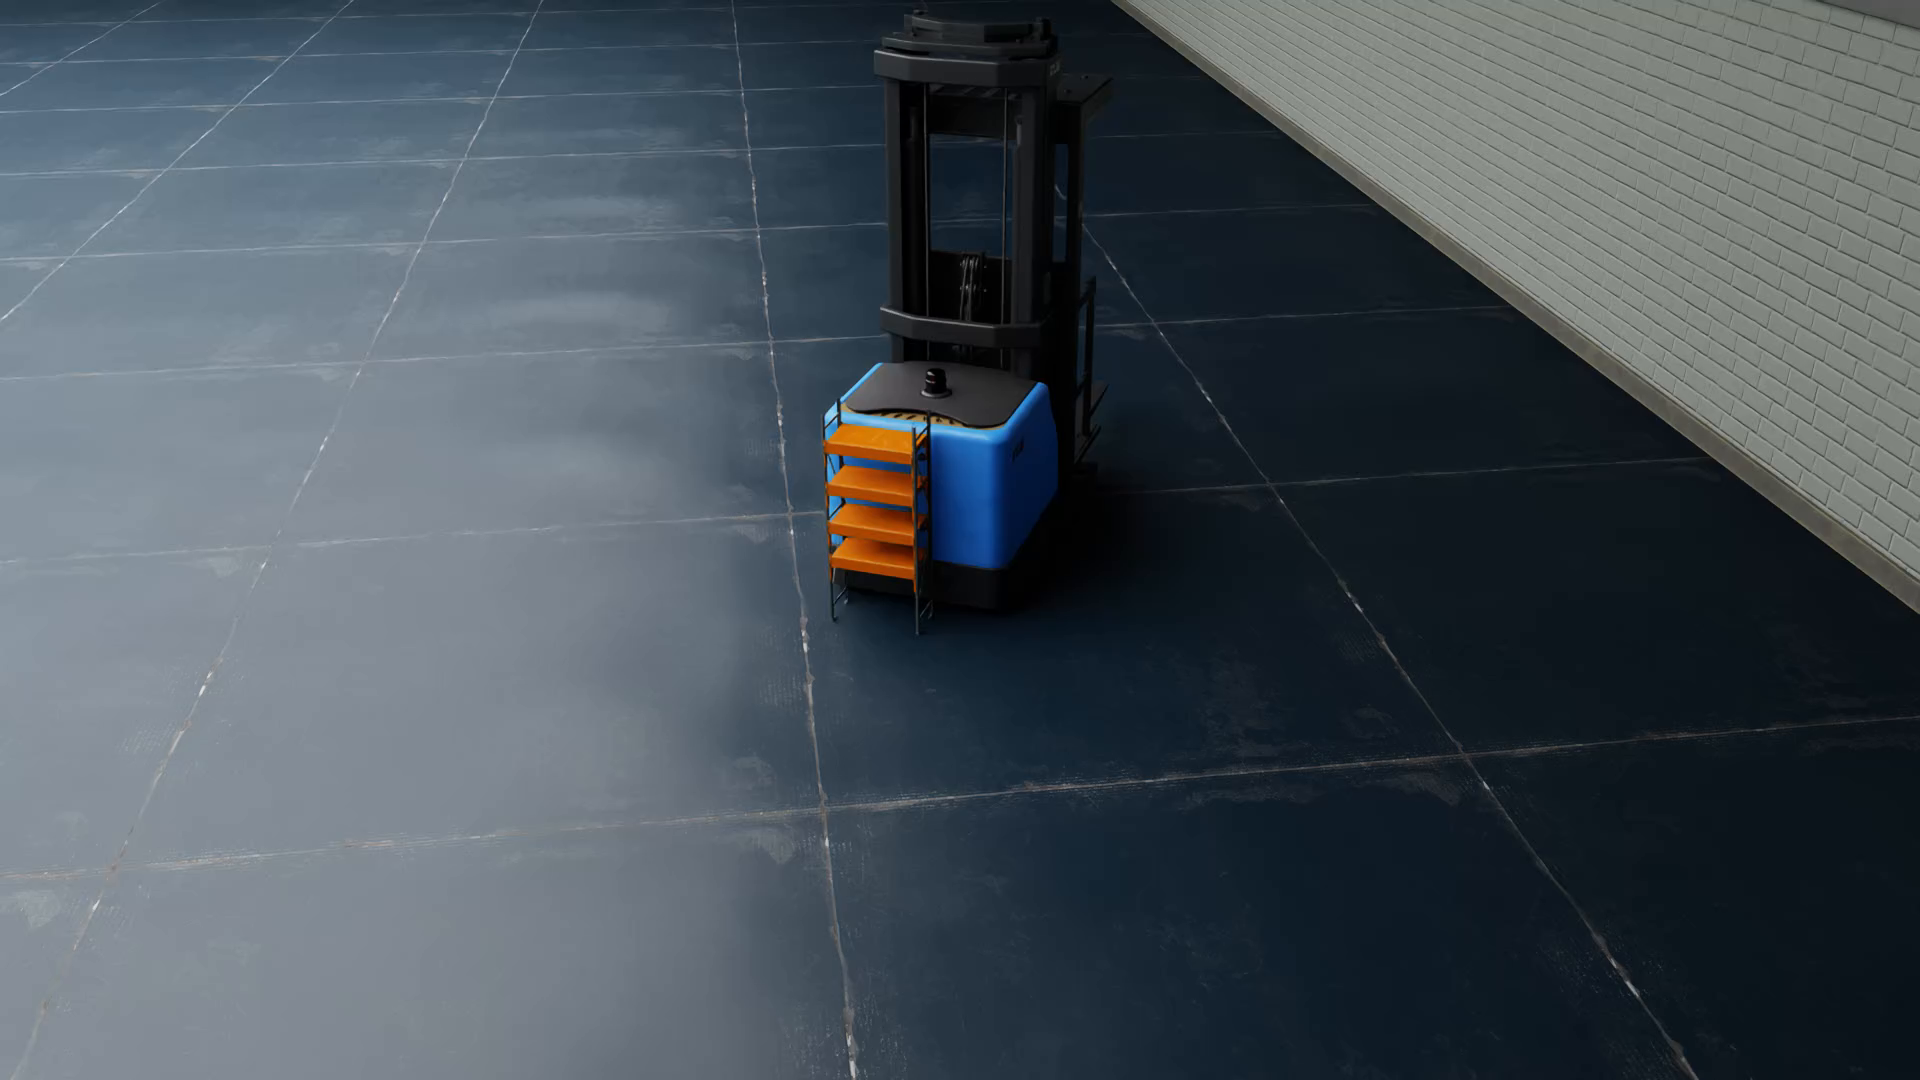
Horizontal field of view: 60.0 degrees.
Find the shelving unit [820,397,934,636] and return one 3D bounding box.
[{"bbox_3d":[-0.422,-0.114,8.653,0.503,1.200,0.258,9,29,16],"label":"shelving unit"}]

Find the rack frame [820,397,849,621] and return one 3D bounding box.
[{"bbox_3d":[-0.654,-0.149,8.720,0.015,1.200,0.240,9,29,16],"label":"rack frame"}]

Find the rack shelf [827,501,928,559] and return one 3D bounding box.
[{"bbox_3d":[-0.422,-0.055,8.684,0.480,0.148,0.258,9,29,16],"label":"rack shelf"}]

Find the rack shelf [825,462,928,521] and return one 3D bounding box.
[{"bbox_3d":[-0.423,-0.252,8.579,0.480,0.148,0.258,9,29,16],"label":"rack shelf"}]

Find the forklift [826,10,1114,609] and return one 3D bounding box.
[{"bbox_3d":[0.222,-1.588,9.635,1.130,2.935,3.031,9,28,16],"label":"forklift"}]

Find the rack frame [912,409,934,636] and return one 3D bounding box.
[{"bbox_3d":[-0.190,-0.079,8.585,0.015,1.200,0.240,9,29,16],"label":"rack frame"}]

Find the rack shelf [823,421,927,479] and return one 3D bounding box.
[{"bbox_3d":[-0.424,-0.461,8.467,0.480,0.148,0.258,9,29,16],"label":"rack shelf"}]

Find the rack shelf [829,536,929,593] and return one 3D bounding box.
[{"bbox_3d":[-0.420,0.121,8.778,0.480,0.148,0.258,9,29,16],"label":"rack shelf"}]
